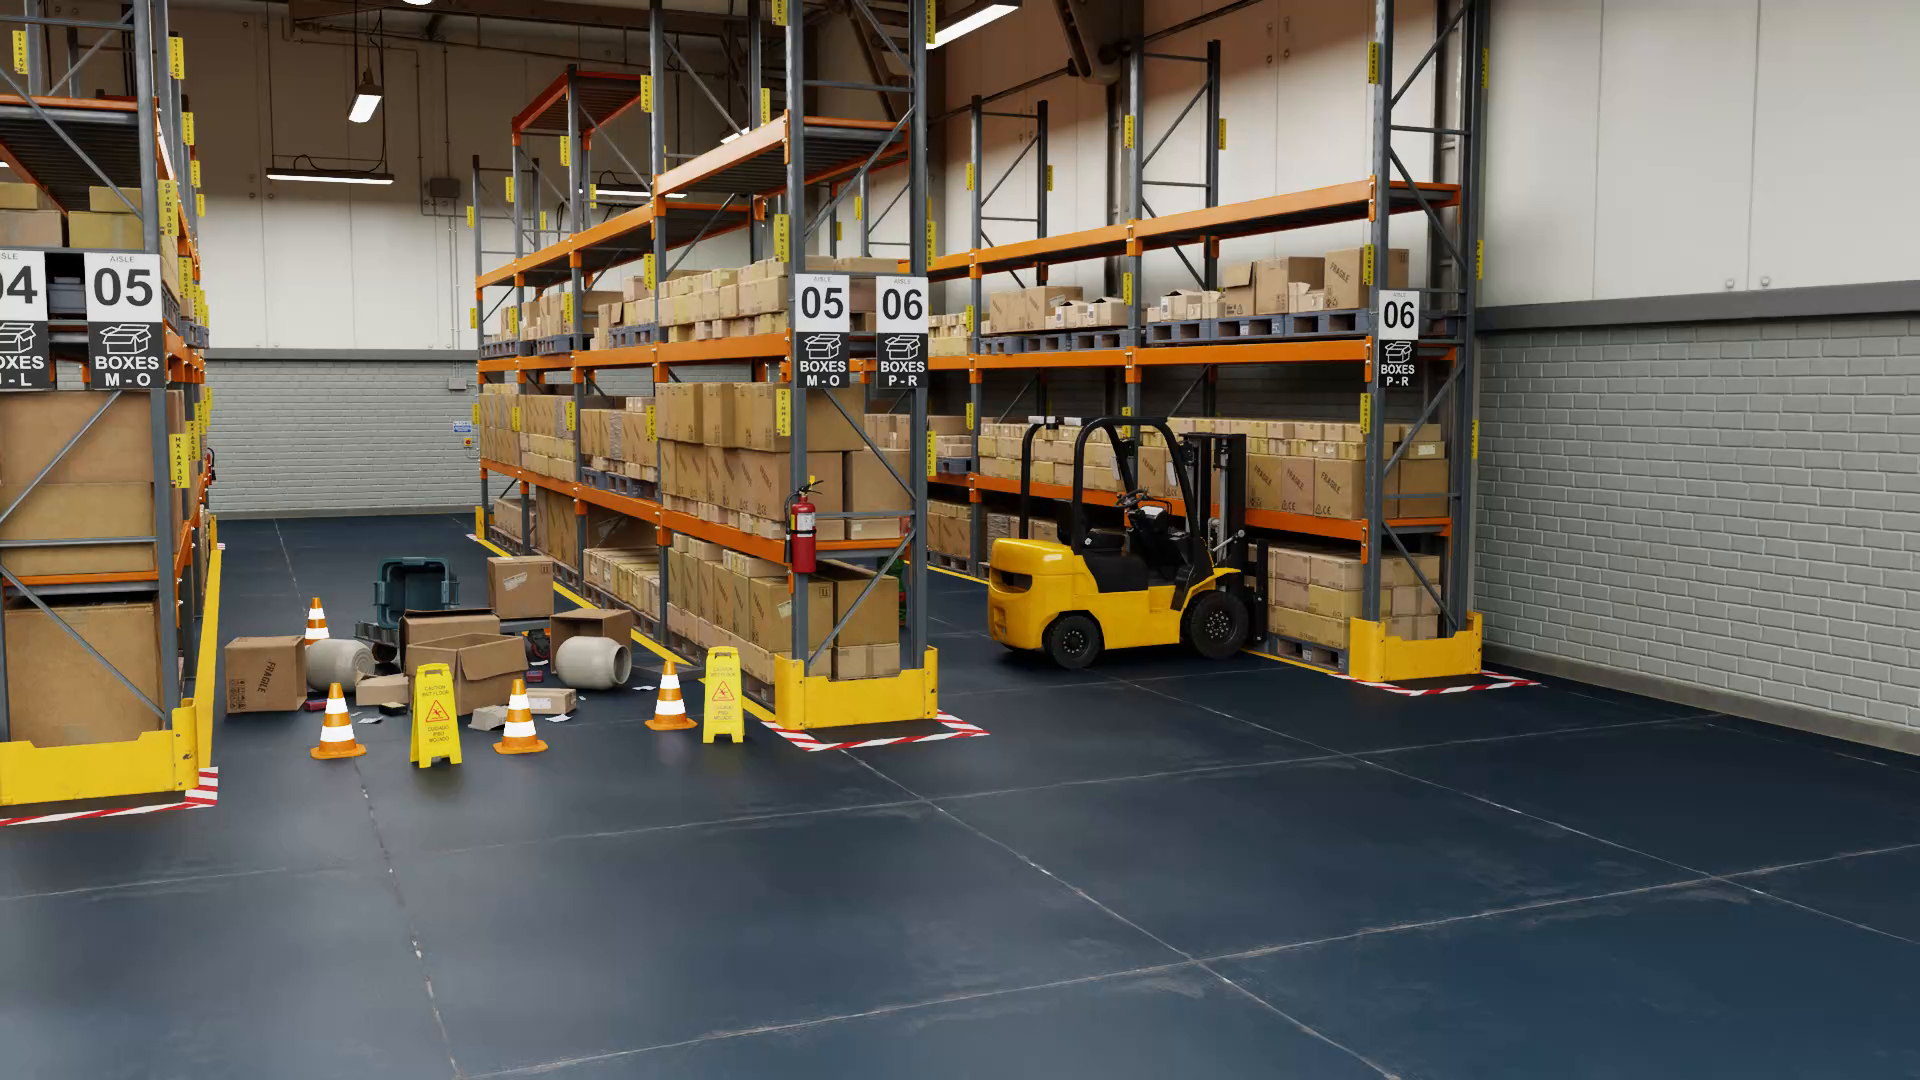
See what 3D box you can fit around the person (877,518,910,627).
[{"bbox_3d":[-0.708,-0.017,16.794,0.445,1.781,0.621,-3,6,-27],"label":"person"}]
